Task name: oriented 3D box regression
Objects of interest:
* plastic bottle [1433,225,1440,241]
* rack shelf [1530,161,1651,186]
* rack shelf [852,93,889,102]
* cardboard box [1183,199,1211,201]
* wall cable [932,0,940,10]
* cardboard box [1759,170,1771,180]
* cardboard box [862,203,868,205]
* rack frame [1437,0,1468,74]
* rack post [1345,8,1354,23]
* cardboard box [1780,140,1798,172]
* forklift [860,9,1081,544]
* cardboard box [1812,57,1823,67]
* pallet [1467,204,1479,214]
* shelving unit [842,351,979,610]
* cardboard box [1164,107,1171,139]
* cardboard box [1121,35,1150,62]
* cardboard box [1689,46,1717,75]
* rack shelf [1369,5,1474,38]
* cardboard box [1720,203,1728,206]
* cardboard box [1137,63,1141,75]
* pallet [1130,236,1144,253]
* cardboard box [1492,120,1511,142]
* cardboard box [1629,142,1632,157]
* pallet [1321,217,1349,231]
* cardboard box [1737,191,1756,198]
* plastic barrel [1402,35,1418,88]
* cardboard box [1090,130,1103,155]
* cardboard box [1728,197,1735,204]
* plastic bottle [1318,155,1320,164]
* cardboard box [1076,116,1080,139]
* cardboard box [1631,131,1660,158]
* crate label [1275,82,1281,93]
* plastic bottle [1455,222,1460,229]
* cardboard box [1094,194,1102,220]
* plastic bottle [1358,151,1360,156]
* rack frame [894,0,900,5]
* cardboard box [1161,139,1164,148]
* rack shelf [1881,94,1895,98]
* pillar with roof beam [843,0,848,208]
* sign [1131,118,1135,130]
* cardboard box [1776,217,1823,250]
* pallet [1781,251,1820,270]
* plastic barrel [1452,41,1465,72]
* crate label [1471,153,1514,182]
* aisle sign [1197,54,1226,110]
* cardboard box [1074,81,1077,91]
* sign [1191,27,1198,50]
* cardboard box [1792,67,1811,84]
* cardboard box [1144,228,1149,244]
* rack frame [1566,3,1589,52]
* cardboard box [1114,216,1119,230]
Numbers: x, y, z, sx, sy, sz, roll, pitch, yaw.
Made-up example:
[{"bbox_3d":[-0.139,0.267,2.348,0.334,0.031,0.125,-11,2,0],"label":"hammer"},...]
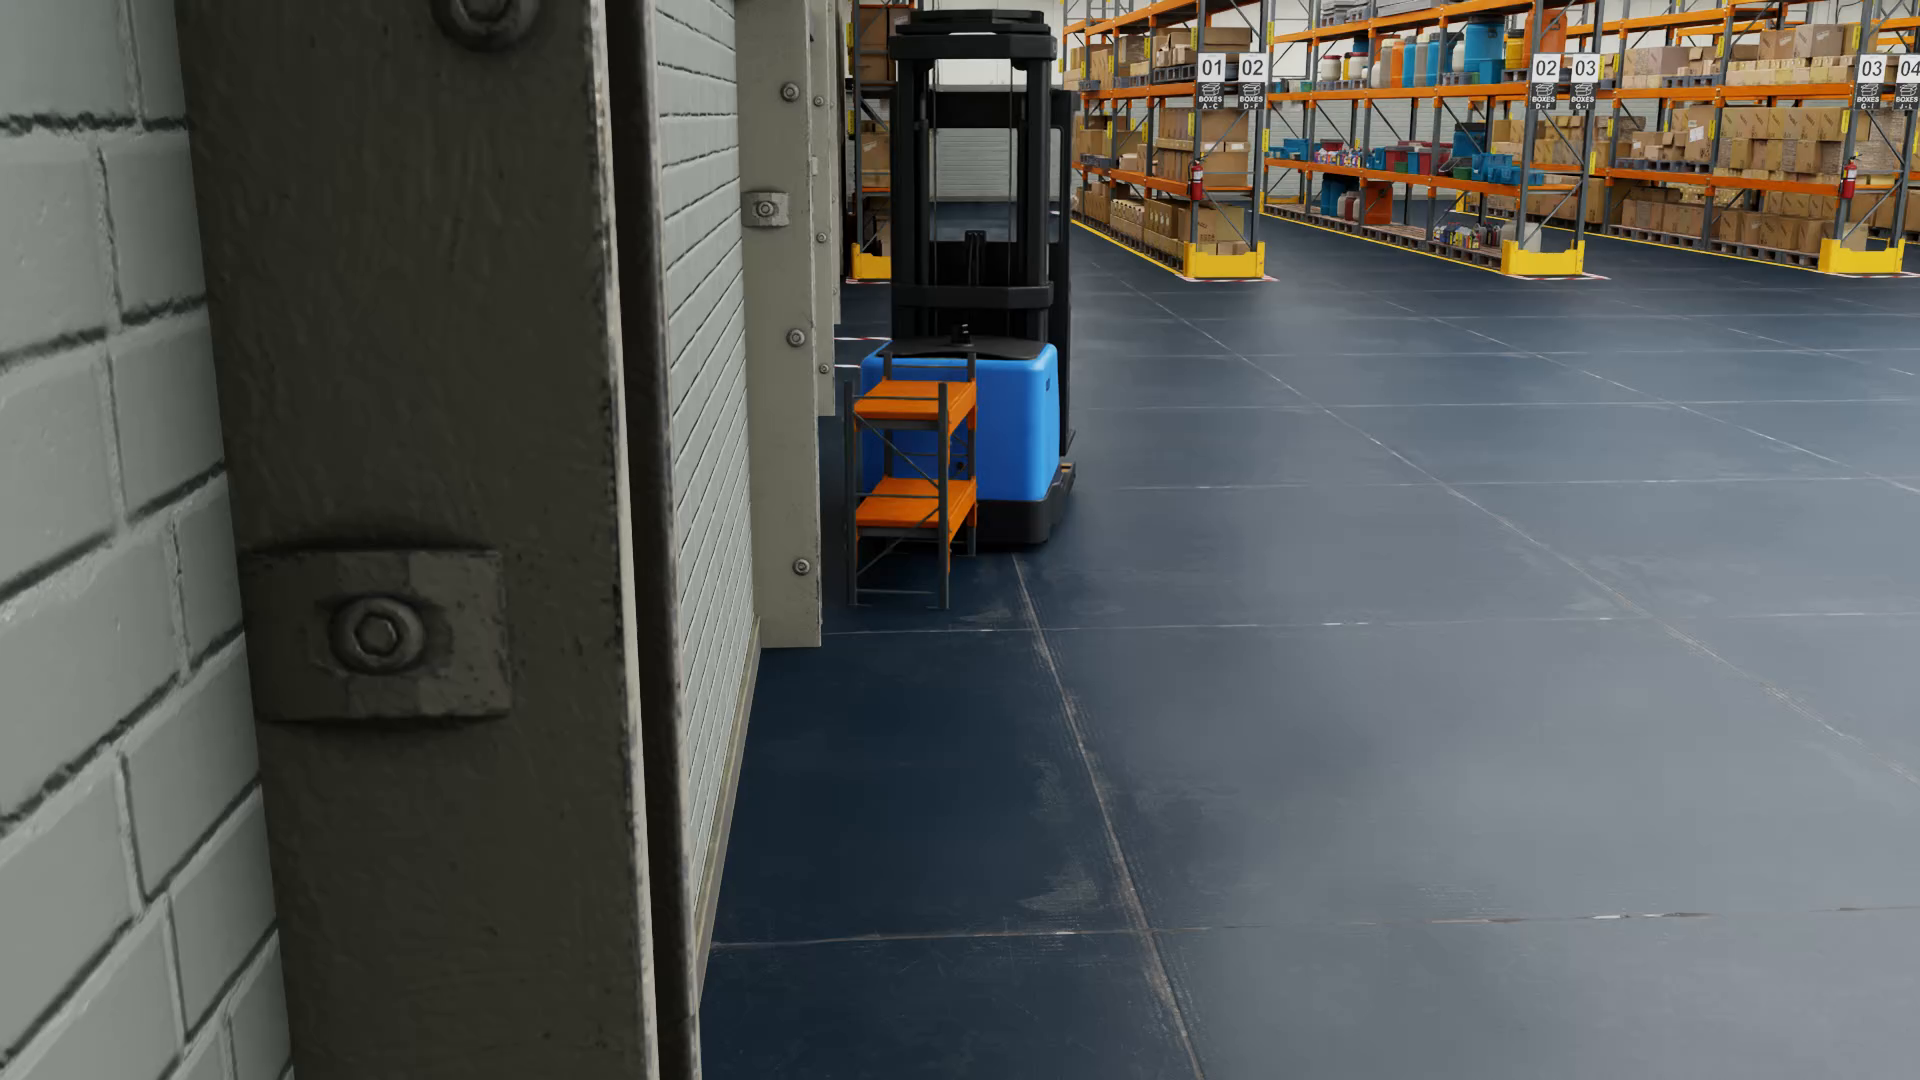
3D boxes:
[{"bbox_3d":[8.208,-5.280,28.622,0.097,0.271,0.097,0,14,0],"label":"plastic bottle"},{"bbox_3d":[13.198,-7.695,34.857,1.077,0.370,4.000,-1,14,-3],"label":"rack shelf"},{"bbox_3d":[-1.634,-8.918,33.592,1.077,0.370,4.000,-1,14,-3],"label":"rack shelf"},{"bbox_3d":[3.948,-5.397,27.655,0.500,0.500,0.500,-1,14,-3],"label":"cardboard box"},{"bbox_3d":[0.701,-14.607,44.336,3.097,2.526,0.112,-1,14,-3],"label":"wall cable"},{"bbox_3d":[13.389,-5.998,27.324,0.380,0.149,0.250,-1,14,-3],"label":"cardboard box"},{"bbox_3d":[-1.497,-6.011,31.002,0.700,0.500,0.500,-1,14,-4],"label":"cardboard box"},{"bbox_3d":[8.626,-9.380,27.923,1.000,3.000,0.127,-1,14,-3],"label":"rack frame"},{"bbox_3d":[8.383,-10.626,33.769,0.937,0.300,0.954,1,14,3],"label":"rack post"},{"bbox_3d":[13.672,-6.133,26.547,0.875,0.500,0.500,-1,14,-3],"label":"cardboard box"},{"bbox_3d":[0.158,-1.717,10.317,1.130,2.935,3.031,2,15,8],"label":"forklift"},{"bbox_3d":[13.424,-7.389,25.704,0.380,0.149,0.250,-1,14,-3],"label":"cardboard box"},{"bbox_3d":[12.954,-7.987,40.146,1.003,0.211,1.213,-1,14,-3],"label":"pallet"},{"bbox_3d":[-0.236,-0.336,8.575,0.538,1.125,1.048,2,15,8],"label":"shelving unit"},{"bbox_3d":[3.748,-6.840,27.286,0.700,0.500,0.500,-1,14,-4],"label":"cardboard box"},{"bbox_3d":[3.413,-9.488,32.155,0.500,0.500,0.500,-1,14,-3],"label":"cardboard box"},{"bbox_3d":[13.580,-8.610,29.900,0.797,0.503,0.637,0,14,-1],"label":"cardboard box"},{"bbox_3d":[8.502,-9.335,29.996,1.077,0.370,4.000,-1,14,-3],"label":"rack shelf"},{"bbox_3d":[17.653,-7.638,38.070,0.380,0.149,0.250,-1,14,-5],"label":"cardboard box"},{"bbox_3d":[3.569,-8.735,30.895,0.500,0.250,0.500,0,14,-2],"label":"cardboard box"},{"bbox_3d":[3.597,-5.231,29.434,1.003,0.211,1.213,-1,14,-3],"label":"pallet"},{"bbox_3d":[12.655,-9.593,38.991,0.500,0.500,0.500,-1,14,-5],"label":"cardboard box"},{"bbox_3d":[13.563,-7.719,33.308,0.500,0.500,0.500,0,14,-2],"label":"cardboard box"},{"bbox_3d":[8.215,-6.617,34.821,1.003,0.211,1.213,-1,14,-3],"label":"pallet"},{"bbox_3d":[17.749,-7.787,37.458,0.380,0.149,0.250,0,14,-2],"label":"cardboard box"},{"bbox_3d":[8.297,-8.618,29.977,0.600,0.901,0.708,-1,14,-3],"label":"plastic barrel"},{"bbox_3d":[3.098,-8.349,34.913,0.700,0.500,0.500,1,14,5],"label":"cardboard box"},{"bbox_3d":[17.665,-7.699,37.713,0.380,0.149,0.250,-2,15,-6],"label":"cardboard box"},{"bbox_3d":[7.761,-8.209,35.809,0.097,0.201,0.097,0,14,0],"label":"plastic bottle"},{"bbox_3d":[2.862,-9.170,36.941,0.500,0.500,0.500,-1,14,-5],"label":"cardboard box"},{"bbox_3d":[13.395,-7.664,32.250,0.500,0.500,0.500,-3,15,-10],"label":"cardboard box"},{"bbox_3d":[7.617,-10.605,39.003,0.408,0.251,0.502,-1,14,-3],"label":"crate label"},{"bbox_3d":[8.406,-5.200,28.149,0.144,0.351,0.185,-1,14,-3],"label":"plastic bottle"},{"bbox_3d":[3.071,-6.884,34.397,0.500,0.500,0.500,-1,14,-6],"label":"cardboard box"},{"bbox_3d":[8.416,-8.053,35.062,0.097,0.271,0.097,0,14,0],"label":"plastic bottle"},{"bbox_3d":[-1.758,-11.217,35.062,1.000,3.000,0.127,-1,14,-3],"label":"rack frame"},{"bbox_3d":[3.539,-6.565,27.520,0.380,0.149,0.250,-1,14,-5],"label":"cardboard box"},{"bbox_3d":[18.402,-8.204,30.817,1.077,0.370,4.000,-1,14,-3],"label":"rack shelf"},{"bbox_3d":[1.261,-12.936,41.744,9.100,9.000,0.400,-1,14,-3],"label":"pillar with roof beam"},{"bbox_3d":[3.740,-8.959,36.002,0.100,0.325,0.005,-1,14,-3],"label":"sign"},{"bbox_3d":[13.704,-5.009,27.147,0.500,0.500,0.500,0,14,2],"label":"cardboard box"},{"bbox_3d":[13.798,-4.427,26.310,1.003,0.211,1.213,-1,14,-3],"label":"pallet"},{"bbox_3d":[8.457,-8.075,27.803,0.421,0.512,0.421,0,14,0],"label":"plastic barrel"},{"bbox_3d":[8.490,-5.950,26.563,0.502,0.435,0.616,-1,14,-3],"label":"crate label"},{"bbox_3d":[3.641,-6.642,24.106,0.394,0.787,0.004,-1,14,-3],"label":"aisle sign"},{"bbox_3d":[2.831,-10.134,37.176,0.500,0.250,0.500,-1,14,-3],"label":"cardboard box"},{"bbox_3d":[3.387,-7.242,24.017,0.100,0.325,0.005,-1,14,-3],"label":"sign"},{"bbox_3d":[13.477,-7.304,26.175,0.500,0.250,0.500,-1,14,-2],"label":"cardboard box"},{"bbox_3d":[3.408,-5.151,28.201,0.500,0.250,0.500,-1,14,-3],"label":"cardboard box"},{"bbox_3d":[13.074,-11.446,35.953,1.000,3.000,0.127,-1,14,-3],"label":"rack frame"},{"bbox_3d":[3.205,-6.006,31.524,0.500,0.250,0.500,-1,14,-5],"label":"cardboard box"}]
